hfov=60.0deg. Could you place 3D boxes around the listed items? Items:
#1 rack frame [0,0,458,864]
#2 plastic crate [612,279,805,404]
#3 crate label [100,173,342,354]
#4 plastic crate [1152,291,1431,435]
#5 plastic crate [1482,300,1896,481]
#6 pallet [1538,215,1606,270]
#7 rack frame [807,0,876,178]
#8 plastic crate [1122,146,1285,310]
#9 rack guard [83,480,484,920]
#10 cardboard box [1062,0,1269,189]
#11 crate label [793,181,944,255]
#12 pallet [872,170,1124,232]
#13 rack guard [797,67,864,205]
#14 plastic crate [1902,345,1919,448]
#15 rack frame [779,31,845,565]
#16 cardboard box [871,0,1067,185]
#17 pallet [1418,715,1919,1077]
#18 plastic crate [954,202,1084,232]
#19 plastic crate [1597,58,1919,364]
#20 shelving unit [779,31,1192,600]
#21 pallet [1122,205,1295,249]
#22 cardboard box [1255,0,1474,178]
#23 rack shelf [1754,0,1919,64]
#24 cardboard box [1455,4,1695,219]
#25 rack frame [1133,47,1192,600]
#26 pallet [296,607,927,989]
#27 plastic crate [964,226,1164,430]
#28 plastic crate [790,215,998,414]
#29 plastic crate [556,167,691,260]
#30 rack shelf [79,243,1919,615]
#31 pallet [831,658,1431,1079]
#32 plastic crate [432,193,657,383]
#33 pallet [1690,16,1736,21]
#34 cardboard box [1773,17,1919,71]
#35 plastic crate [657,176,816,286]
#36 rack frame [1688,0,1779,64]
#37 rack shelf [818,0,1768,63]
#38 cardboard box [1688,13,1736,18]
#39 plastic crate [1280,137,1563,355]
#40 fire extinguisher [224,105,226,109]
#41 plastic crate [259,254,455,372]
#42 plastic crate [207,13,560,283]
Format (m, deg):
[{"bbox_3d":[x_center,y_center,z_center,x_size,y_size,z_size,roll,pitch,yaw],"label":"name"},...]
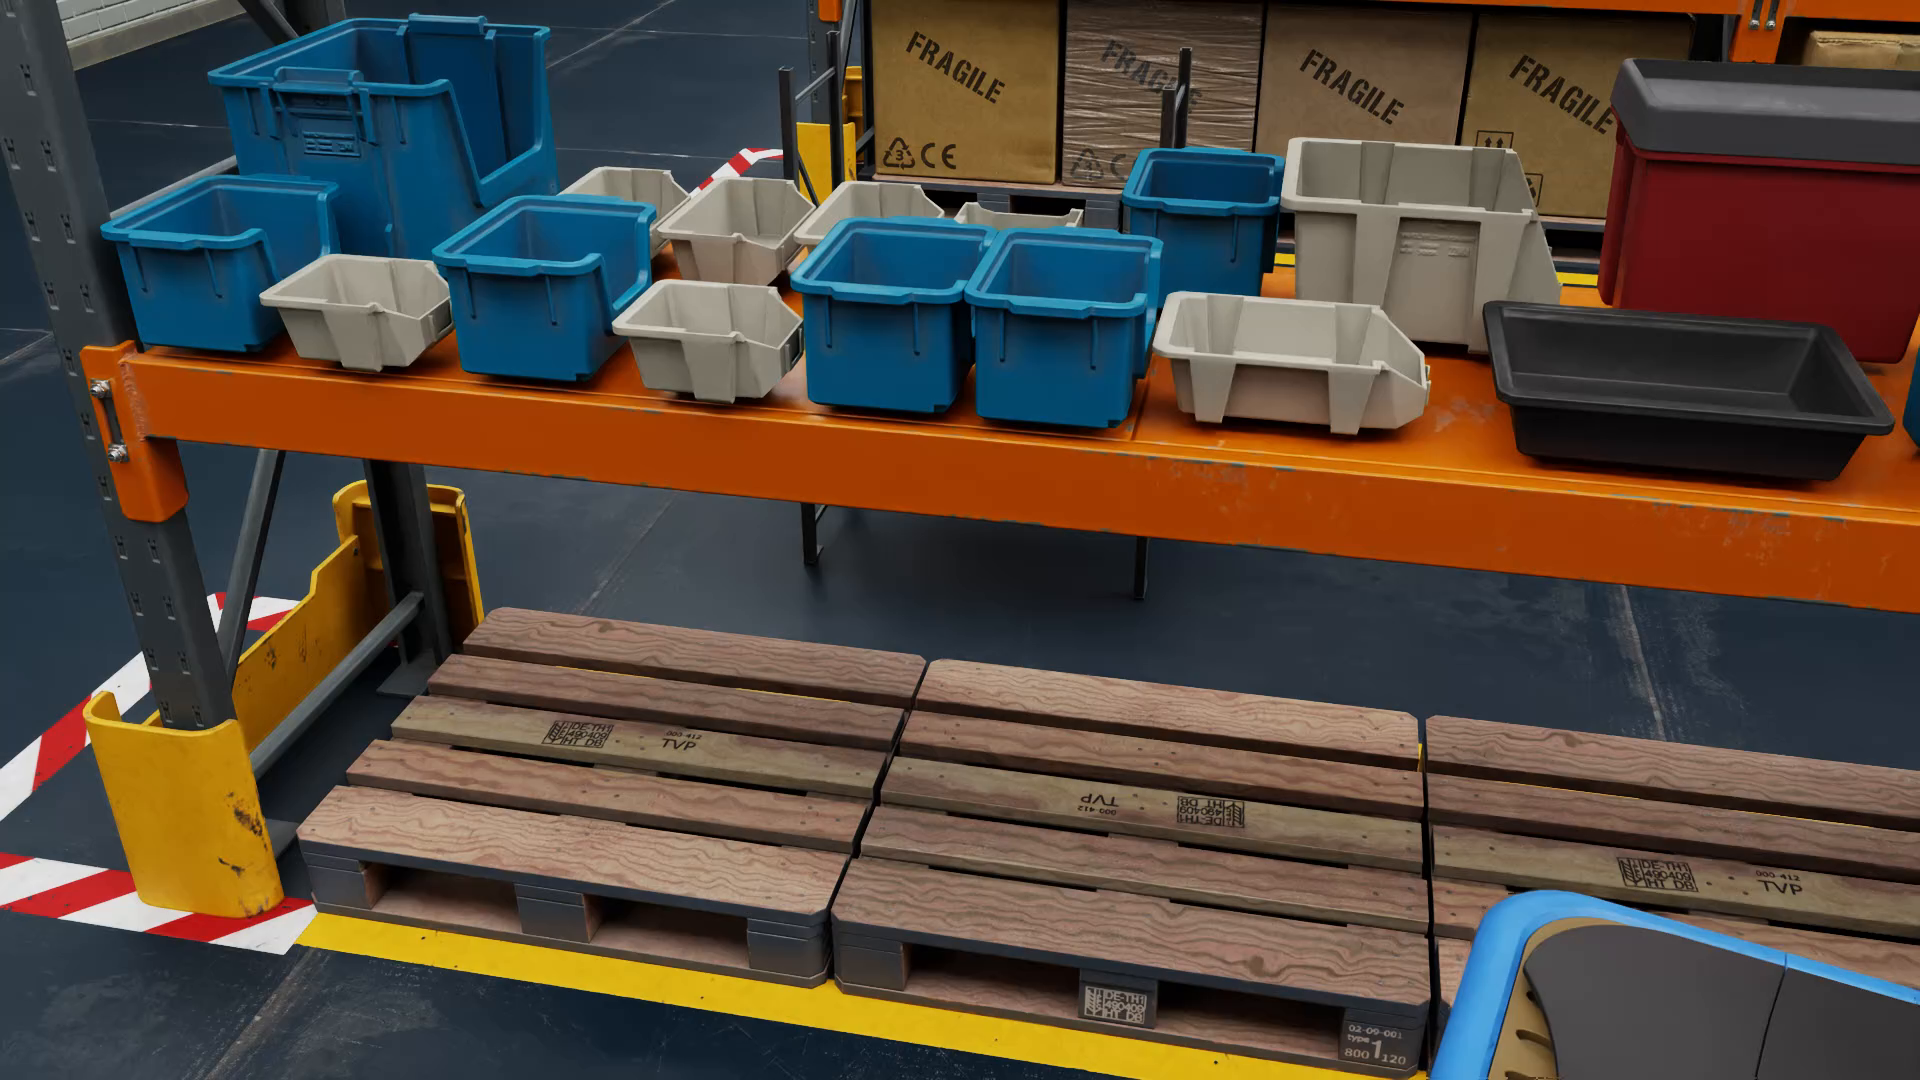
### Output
[{"bbox_3d":[-1.569,-0.760,3.514,0.127,3.000,1.000,6,29,11],"label":"rack frame"},{"bbox_3d":[-0.437,-0.352,2.982,0.298,0.136,0.250,6,29,11],"label":"plastic crate"},{"bbox_3d":[-1.396,-0.533,3.212,0.303,0.233,0.416,6,29,11],"label":"crate label"},{"bbox_3d":[0.577,-0.303,2.892,0.466,0.136,0.293,6,29,11],"label":"plastic crate"},{"bbox_3d":[1.192,-0.250,2.808,0.590,0.125,0.437,6,29,11],"label":"plastic crate"},{"bbox_3d":[2.650,-1.575,7.906,1.213,0.211,1.003,6,29,11],"label":"pallet"},{"bbox_3d":[-0.535,-3.086,7.763,0.127,3.000,1.000,6,29,11],"label":"rack frame"},{"bbox_3d":[0.493,-0.627,3.384,0.300,0.233,0.416,6,29,11],"label":"plastic crate"},{"bbox_3d":[-1.595,0.340,4.108,0.348,0.500,1.175,6,29,11],"label":"rack guard"},{"bbox_3d":[0.998,-2.220,7.957,0.875,0.875,0.875,6,29,11],"label":"cardboard box"},{"bbox_3d":[-0.176,-0.621,3.474,0.243,0.136,0.396,6,29,11],"label":"crate label"},{"bbox_3d":[0.264,-1.819,8.353,1.213,0.211,1.003,6,29,11],"label":"pallet"},{"bbox_3d":[-0.558,-1.992,8.368,0.348,0.500,1.175,6,29,11],"label":"rack guard"},{"bbox_3d":[1.815,-0.265,2.564,0.575,0.384,0.392,6,29,11],"label":"plastic crate"},{"bbox_3d":[-0.414,-0.700,4.967,0.032,1.500,0.500,6,29,11],"label":"rack frame"},{"bbox_3d":[0.108,-2.311,8.124,0.875,0.875,0.875,6,29,11],"label":"cardboard box"},{"bbox_3d":[1.616,0.809,3.553,1.213,0.211,1.003,6,29,11],"label":"pallet"},{"bbox_3d":[0.118,-0.600,3.435,0.250,0.136,0.298,6,29,11],"label":"plastic crate"},{"bbox_3d":[1.522,-0.620,3.130,0.583,0.464,0.402,6,29,11],"label":"plastic crate"},{"bbox_3d":[0.083,-0.649,4.874,1.048,1.500,0.538,6,29,11],"label":"shelving unit"},{"bbox_3d":[1.453,-1.696,8.128,1.213,0.211,1.003,6,29,11],"label":"pallet"},{"bbox_3d":[1.868,-2.131,7.794,0.875,0.875,0.875,6,29,11],"label":"cardboard box"},{"bbox_3d":[5.333,-2.169,6.837,4.000,0.370,1.077,6,29,11],"label":"rack shelf"},{"bbox_3d":[2.748,-2.041,7.629,0.875,0.875,0.875,6,29,11],"label":"cardboard box"},{"bbox_3d":[0.581,-0.598,4.781,0.032,1.500,0.500,6,29,11],"label":"rack frame"},{"bbox_3d":[-0.771,0.564,4.000,1.213,0.211,1.003,6,29,11],"label":"pallet"},{"bbox_3d":[0.185,-0.371,2.916,0.300,0.233,0.416,6,29,11],"label":"plastic crate"},{"bbox_3d":[-0.109,-0.401,2.971,0.300,0.233,0.416,6,29,11],"label":"plastic crate"},{"bbox_3d":[-0.734,-0.674,3.569,0.243,0.136,0.396,6,29,11],"label":"plastic crate"},{"bbox_3d":[0.387,-0.244,3.321,4.000,0.370,1.077,6,29,11],"label":"rack shelf"},{"bbox_3d":[0.419,0.688,3.774,1.213,0.211,1.003,6,29,11],"label":"pallet"},{"bbox_3d":[-0.753,-0.467,3.092,0.300,0.233,0.416,6,29,11],"label":"plastic crate"},{"bbox_3d":[5.273,-3.703,11.795,1.213,0.211,1.003,6,29,11],"label":"pallet"},{"bbox_3d":[4.007,-1.882,7.340,0.875,0.875,1.225,6,29,11],"label":"cardboard box"},{"bbox_3d":[-0.453,-0.638,3.504,0.243,0.136,0.396,6,29,11],"label":"plastic crate"},{"bbox_3d":[3.377,-2.685,7.030,0.127,3.000,1.000,6,29,11],"label":"rack frame"},{"bbox_3d":[1.421,-2.570,7.569,4.000,0.370,1.077,6,29,11],"label":"rack shelf"},{"bbox_3d":[5.179,-3.893,11.403,0.500,0.500,0.500,7,29,13],"label":"cardboard box"},{"bbox_3d":[0.888,-0.573,3.233,0.530,0.282,0.437,6,29,11],"label":"plastic crate"},{"bbox_3d":[-1.622,-0.791,4.040,0.183,0.674,0.296,6,29,11],"label":"fire extinguisher"},{"bbox_3d":[-1.100,-0.420,3.106,0.298,0.136,0.250,6,29,11],"label":"plastic crate"},{"bbox_3d":[-1.203,-0.856,3.590,0.499,0.435,0.616,6,29,11],"label":"plastic crate"}]
